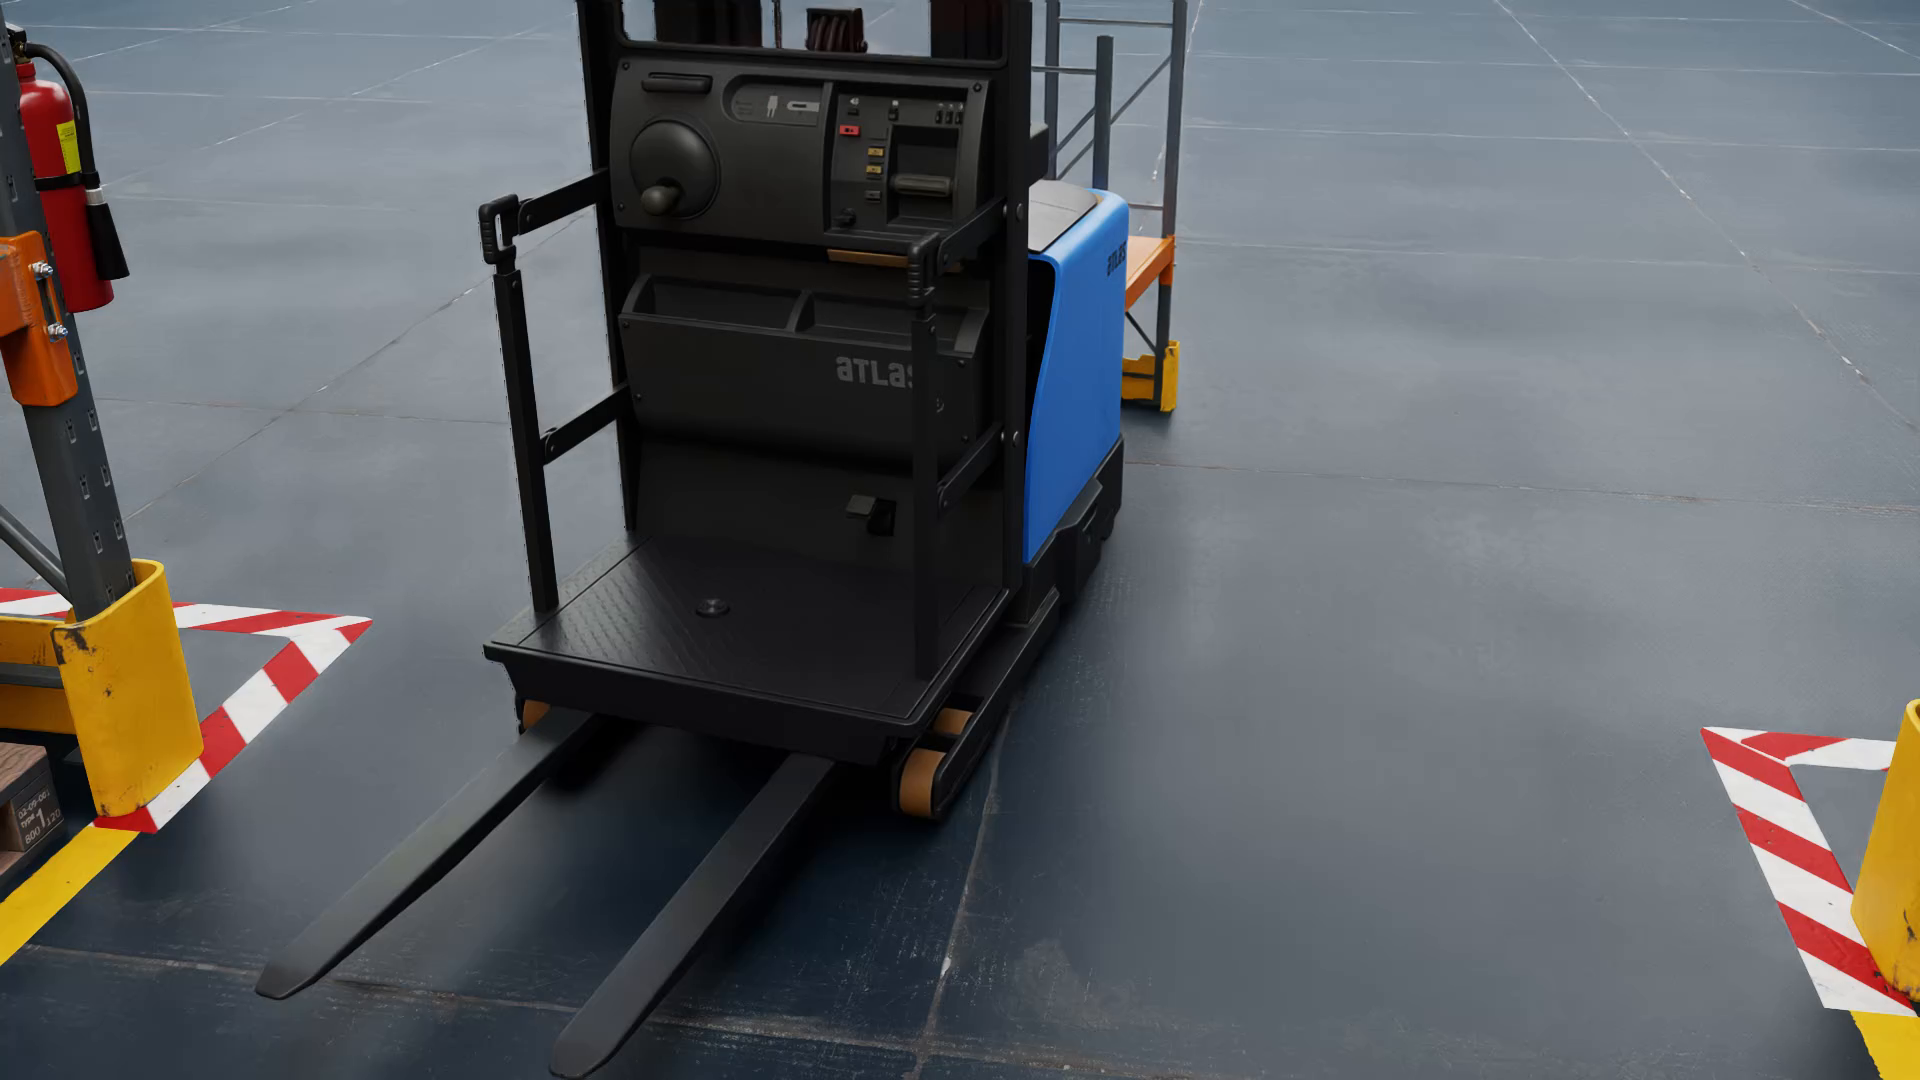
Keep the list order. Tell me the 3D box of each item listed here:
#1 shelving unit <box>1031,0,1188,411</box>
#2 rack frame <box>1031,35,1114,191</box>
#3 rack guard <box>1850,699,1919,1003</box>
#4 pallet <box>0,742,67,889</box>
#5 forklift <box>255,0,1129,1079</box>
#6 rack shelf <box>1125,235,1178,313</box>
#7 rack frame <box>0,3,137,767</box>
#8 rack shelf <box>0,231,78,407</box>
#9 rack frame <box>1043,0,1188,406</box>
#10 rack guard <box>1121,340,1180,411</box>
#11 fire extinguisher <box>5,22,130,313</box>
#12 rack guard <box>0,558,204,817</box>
[{"bbox_3d":[0.375,-1.025,5.671,0.587,1.500,1.083,8,26,17],"label":"shelving unit"},{"bbox_3d":[0.209,-0.826,5.245,0.500,1.500,0.032,8,26,17],"label":"rack frame"},{"bbox_3d":[2.460,0.657,3.257,1.175,0.500,0.348,4,25,9],"label":"rack guard"},{"bbox_3d":[-2.641,0.779,3.338,1.003,0.211,1.213,4,25,9],"label":"pallet"},{"bbox_3d":[-0.453,-0.872,3.656,1.130,2.935,3.031,8,26,17],"label":"forklift"},{"bbox_3d":[0.378,-0.866,5.755,0.538,0.185,1.000,8,26,17],"label":"rack shelf"},{"bbox_3d":[-2.460,-0.853,3.535,1.000,3.000,0.127,4,25,9],"label":"rack frame"},{"bbox_3d":[-2.787,0.309,1.900,1.077,0.370,4.000,4,25,9],"label":"rack shelf"},{"bbox_3d":[0.546,-1.232,6.113,0.500,1.500,0.032,8,26,17],"label":"rack frame"},{"bbox_3d":[0.540,-0.658,6.362,0.587,0.250,0.087,8,26,17],"label":"rack guard"},{"bbox_3d":[-1.987,-0.834,3.585,0.296,0.674,0.183,4,25,9],"label":"fire extinguisher"},{"bbox_3d":[-2.473,0.310,3.997,1.175,0.500,0.348,4,25,9],"label":"rack guard"}]
